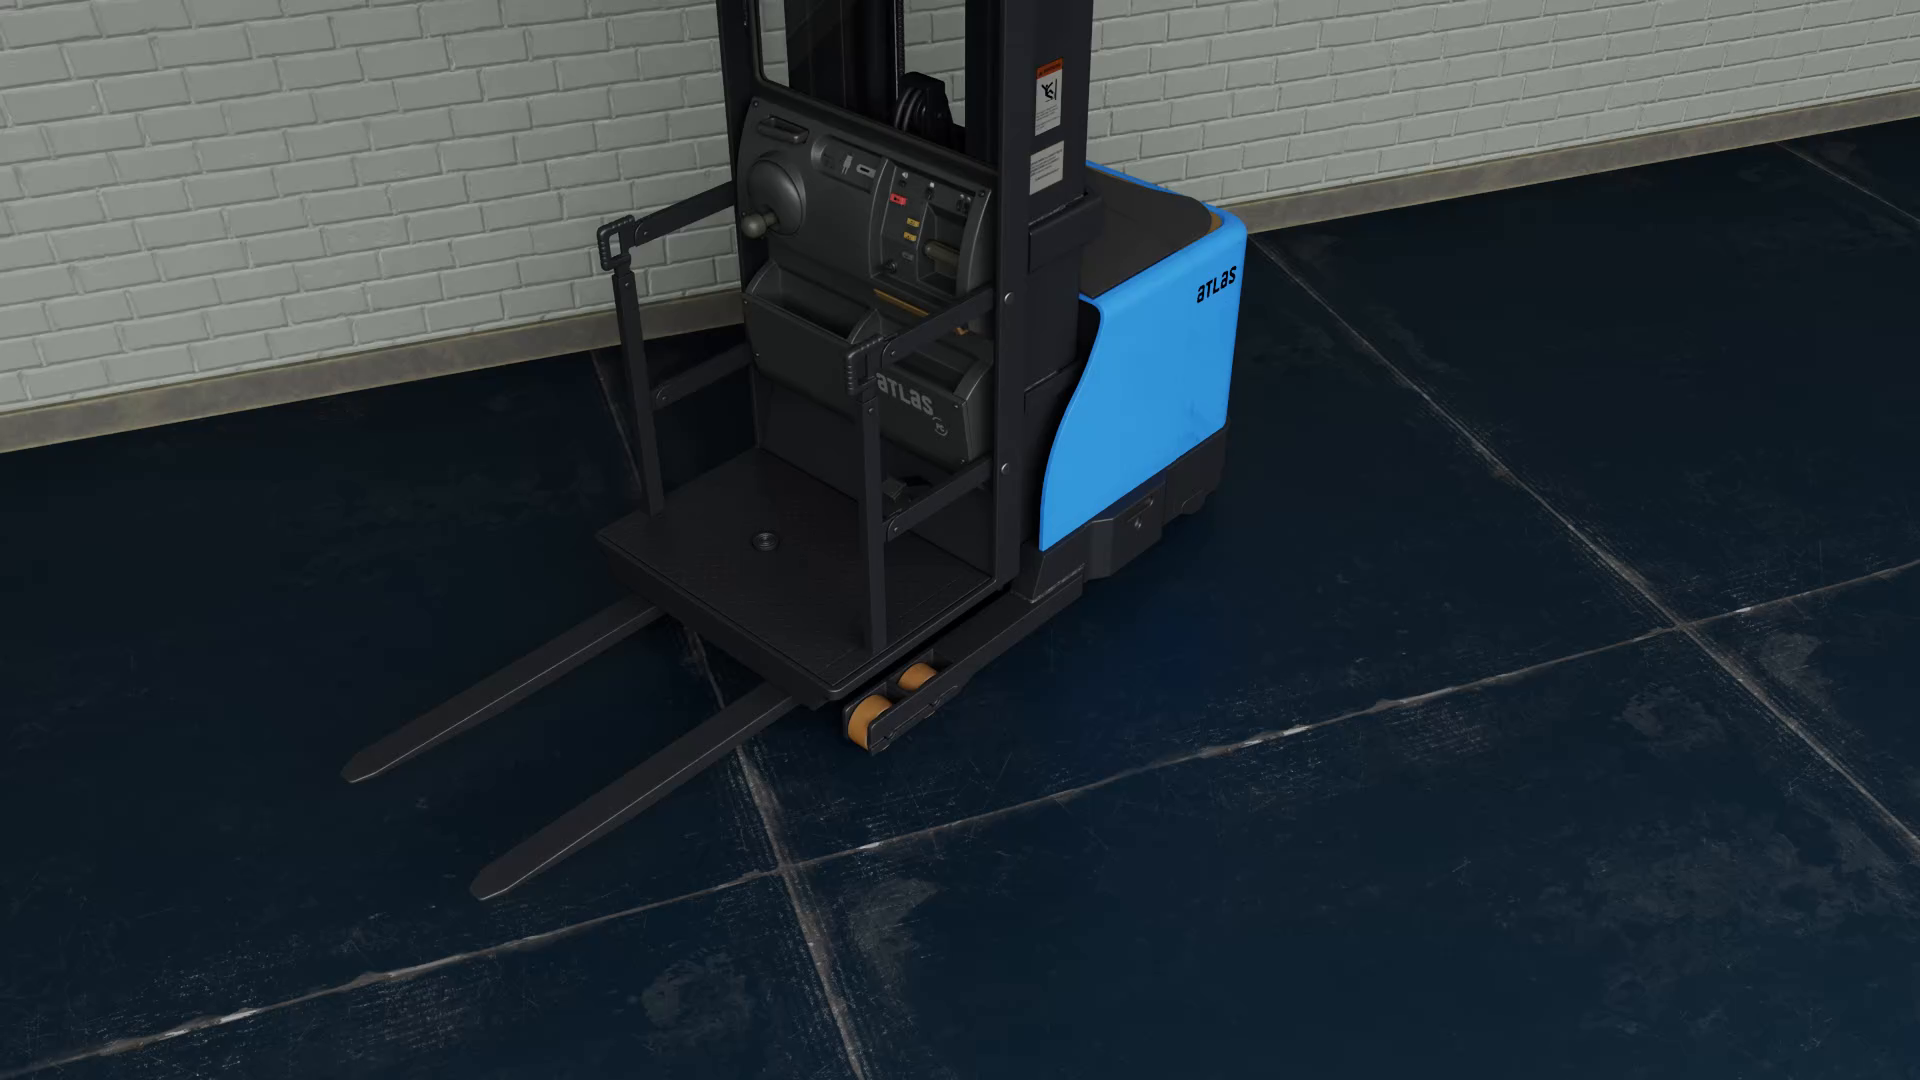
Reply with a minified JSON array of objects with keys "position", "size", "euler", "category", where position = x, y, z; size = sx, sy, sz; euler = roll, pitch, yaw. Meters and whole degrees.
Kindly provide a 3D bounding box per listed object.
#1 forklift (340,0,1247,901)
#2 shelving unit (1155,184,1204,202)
[{"position":[-0.425,-0.893,4.499],"size":[1.130,2.935,3.031],"euler":[29,46,33],"category":"forklift"},{"position":[0.698,-0.819,6.090],"size":[0.210,0.900,0.258],"euler":[29,46,33],"category":"shelving unit"}]
